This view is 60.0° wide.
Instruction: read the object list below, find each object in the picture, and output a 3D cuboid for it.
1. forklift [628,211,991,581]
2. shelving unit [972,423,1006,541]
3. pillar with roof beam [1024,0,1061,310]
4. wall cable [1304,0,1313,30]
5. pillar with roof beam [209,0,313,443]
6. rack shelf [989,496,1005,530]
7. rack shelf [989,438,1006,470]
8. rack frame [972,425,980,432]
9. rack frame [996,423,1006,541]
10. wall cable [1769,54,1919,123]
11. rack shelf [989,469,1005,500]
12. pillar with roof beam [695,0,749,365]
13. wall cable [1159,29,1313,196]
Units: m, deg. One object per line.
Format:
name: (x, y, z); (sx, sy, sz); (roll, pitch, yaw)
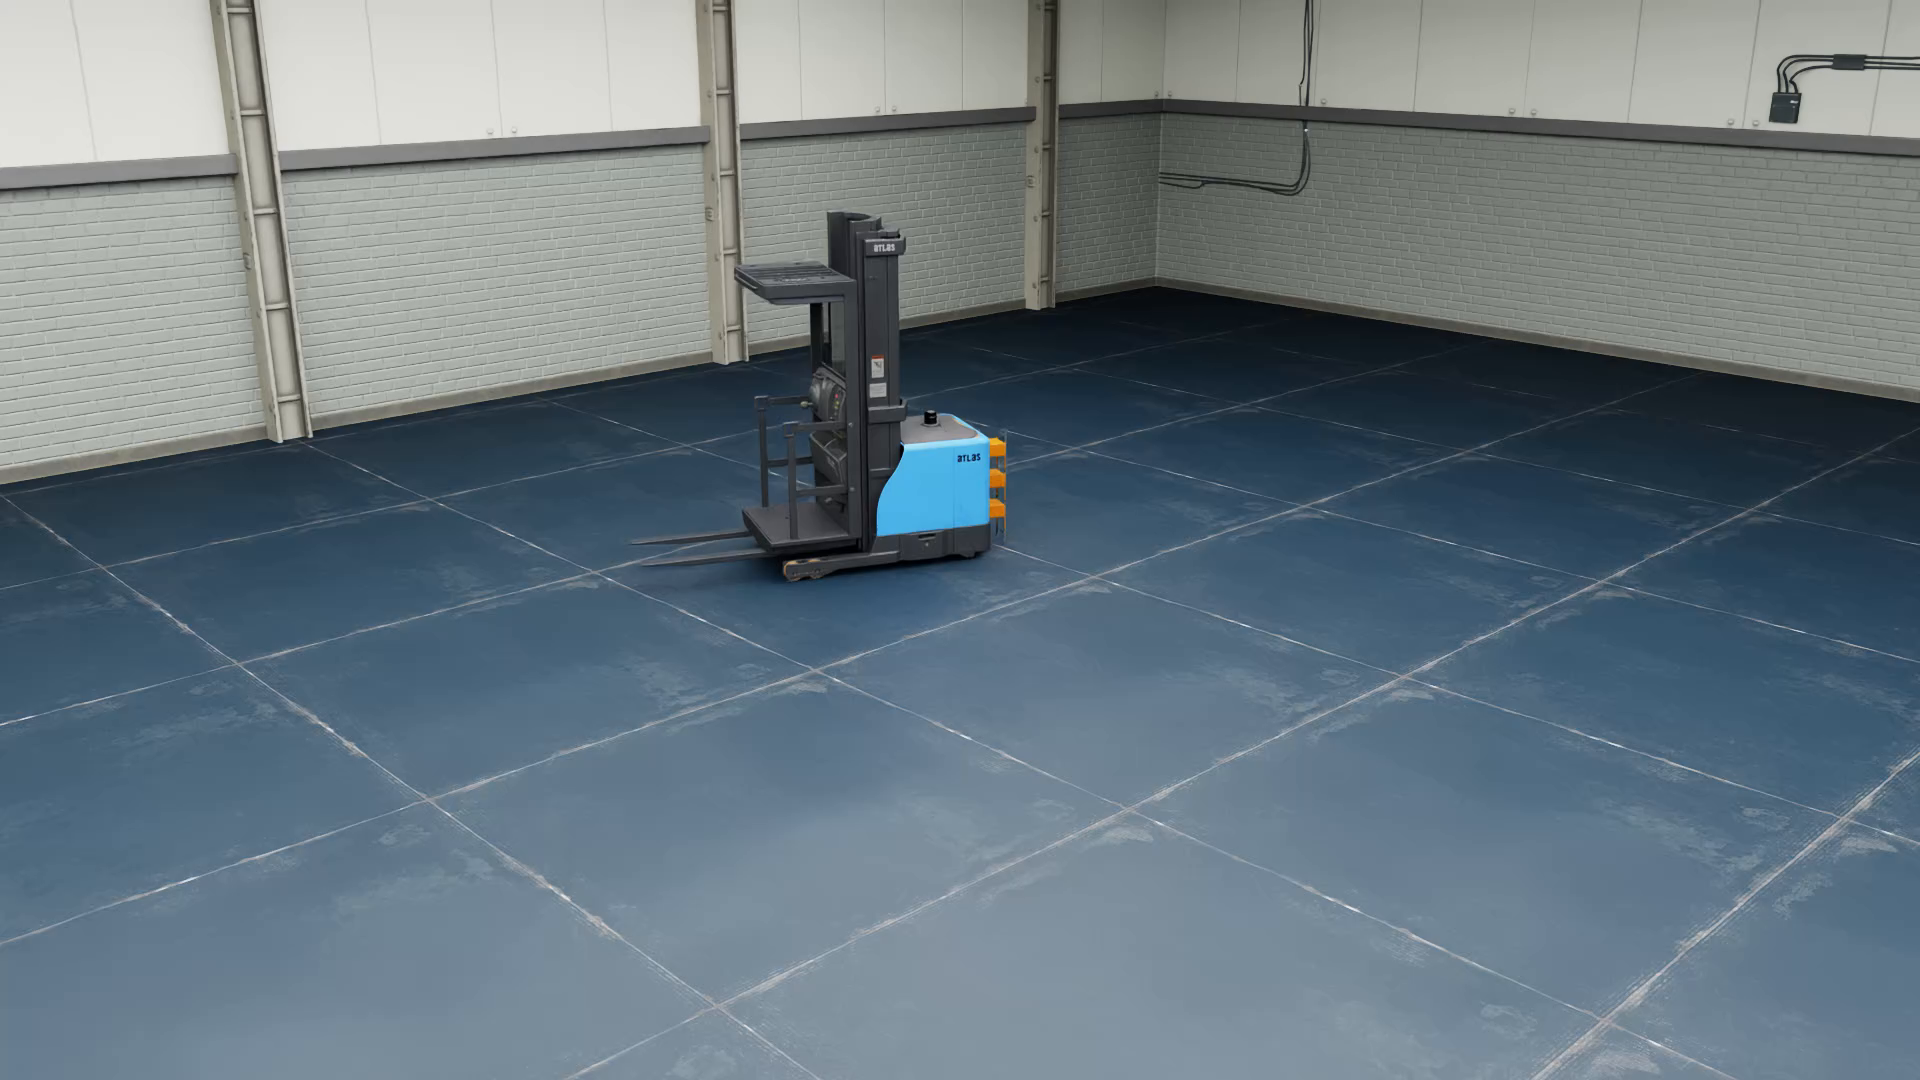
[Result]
forklift: (-1.304, -1.232, 14.032); (3.031, 2.935, 1.130); (-6, 19, -19)
shelving unit: (0.255, -0.503, 14.832); (0.252, 1.050, 0.215); (-6, 19, -19)
pillar with roof beam: (4.221, -7.001, 21.988); (0.400, 9.000, 9.100); (-16, 24, -41)
wall cable: (6.171, -8.613, 23.805); (0.112, 2.526, 3.097); (-16, 24, -41)
pillar with roof beam: (-4.498, -4.458, 14.145); (0.400, 9.000, 9.100); (-16, 24, -41)
rack shelf: (0.255, -0.228, 14.921); (0.240, 0.259, 0.215); (-6, 19, -19)
rack shelf: (0.255, -0.762, 14.748); (0.240, 0.259, 0.215); (-6, 19, -19)
rack frame: (0.140, -0.490, 14.792); (0.008, 1.050, 0.200); (-6, 19, -19)
rack frame: (0.369, -0.516, 14.872); (0.008, 1.050, 0.200); (-6, 19, -19)
wall cable: (10.824, -7.781, 18.878); (0.169, 6.003, 2.305); (-16, 24, -41)
rack shelf: (0.255, -0.492, 14.836); (0.240, 0.259, 0.215); (-6, 19, -19)
pillar with roof beam: (-0.138, -5.730, 18.066); (0.400, 9.000, 9.100); (-16, 24, -41)
wall cable: (4.313, -6.817, 26.454); (0.112, 2.526, 3.097); (-16, 24, -41)
